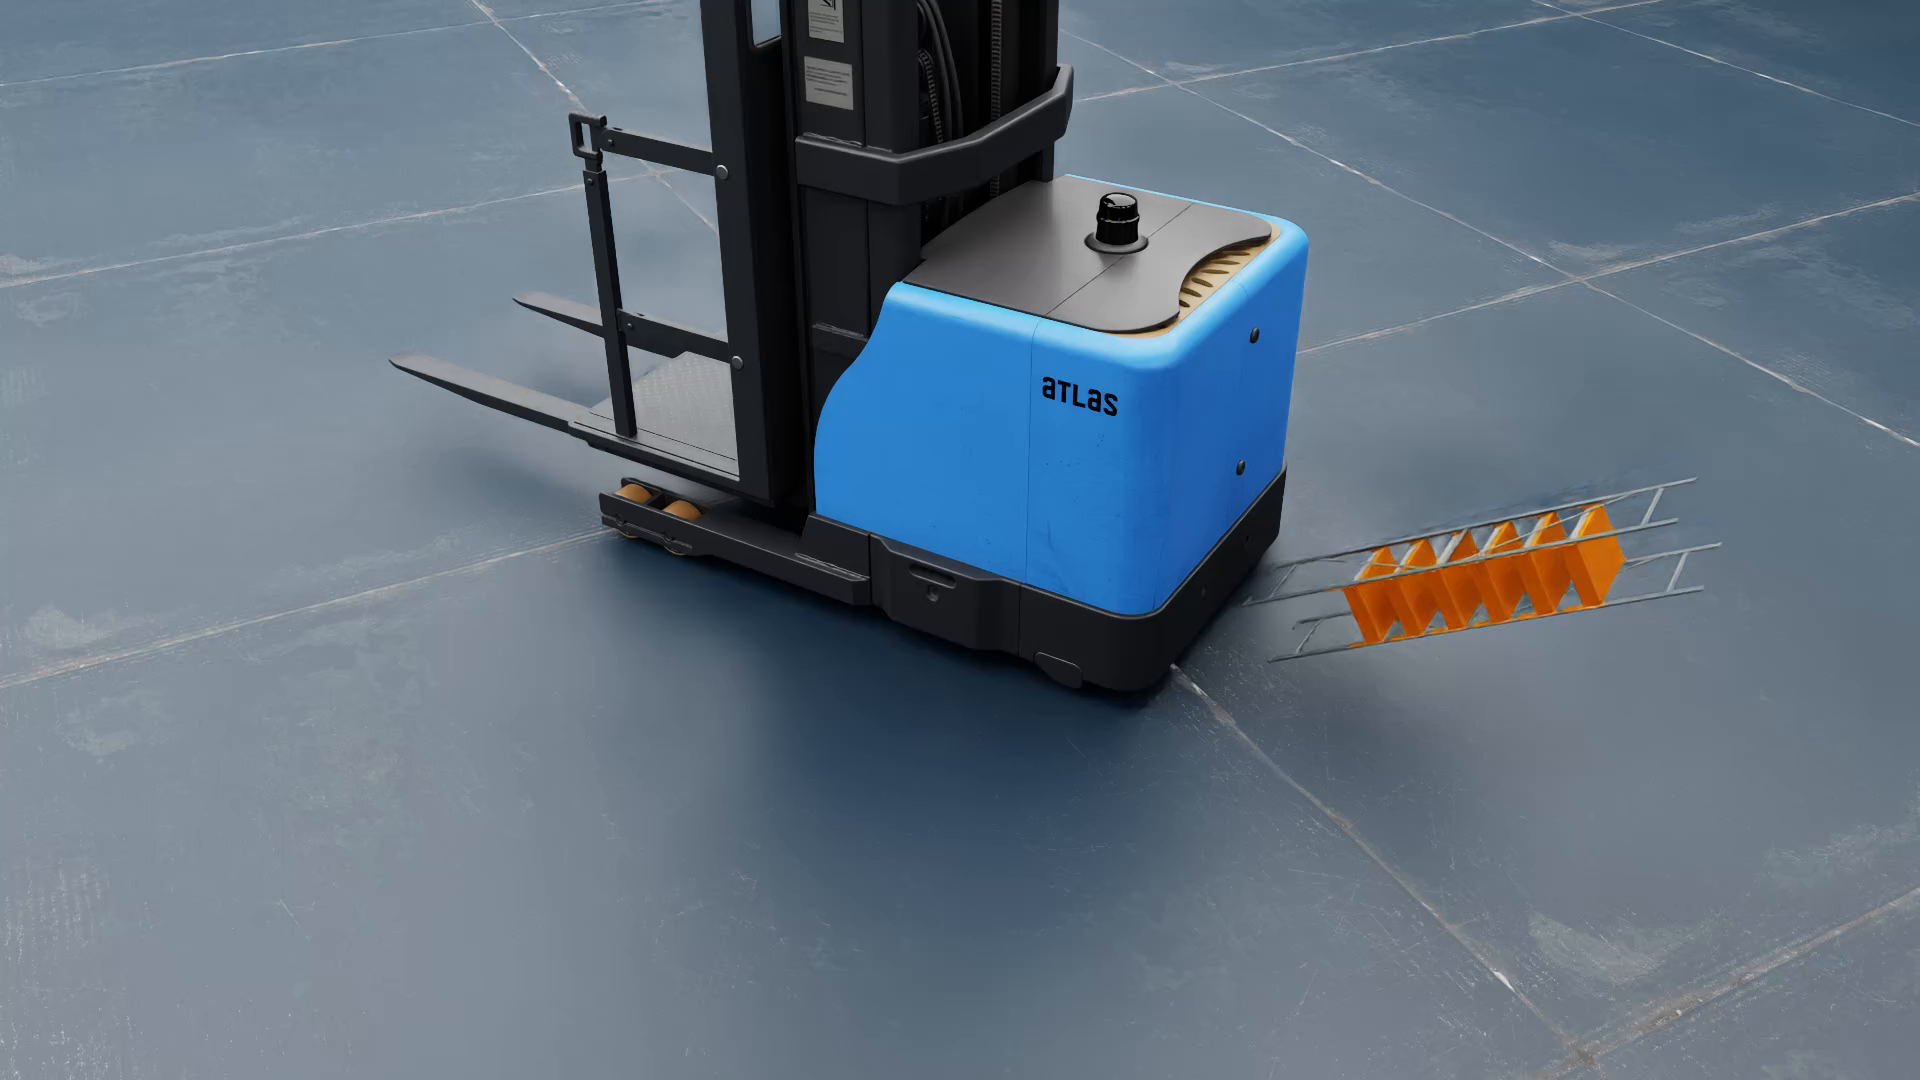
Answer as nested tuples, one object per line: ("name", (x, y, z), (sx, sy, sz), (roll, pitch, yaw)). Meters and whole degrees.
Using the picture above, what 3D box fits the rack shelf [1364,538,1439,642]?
("rack shelf", (1.211, 0.128, 4.479), (0.103, 0.180, 0.258), (-14, 18, 41))

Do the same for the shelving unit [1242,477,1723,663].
("shelving unit", (1.332, 0.097, 4.371), (1.200, 0.189, 0.258), (-14, 18, 41))

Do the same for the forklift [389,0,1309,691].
("forklift", (-0.536, -1.410, 4.733), (3.031, 2.935, 1.130), (18, 37, 26))

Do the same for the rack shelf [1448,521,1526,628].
("rack shelf", (1.387, 0.082, 4.322), (0.103, 0.180, 0.258), (-14, 18, 41))

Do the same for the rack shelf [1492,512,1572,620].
("rack shelf", (1.475, 0.060, 4.244), (0.103, 0.180, 0.258), (-14, 18, 41))

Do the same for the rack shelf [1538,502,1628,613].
("rack shelf", (1.563, 0.037, 4.165), (0.103, 0.180, 0.258), (-14, 18, 41))

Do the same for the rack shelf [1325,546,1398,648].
("rack shelf", (1.123, 0.150, 4.557), (0.103, 0.180, 0.258), (-14, 18, 41))

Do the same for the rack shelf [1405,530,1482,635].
("rack shelf", (1.299, 0.105, 4.400), (0.103, 0.180, 0.258), (-14, 18, 41))

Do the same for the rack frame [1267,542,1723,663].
("rack frame", (1.372, 0.176, 4.393), (1.200, 0.006, 0.240), (-14, 18, 41))

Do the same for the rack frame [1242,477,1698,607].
("rack frame", (1.292, 0.017, 4.350), (1.200, 0.006, 0.240), (-14, 18, 41))
